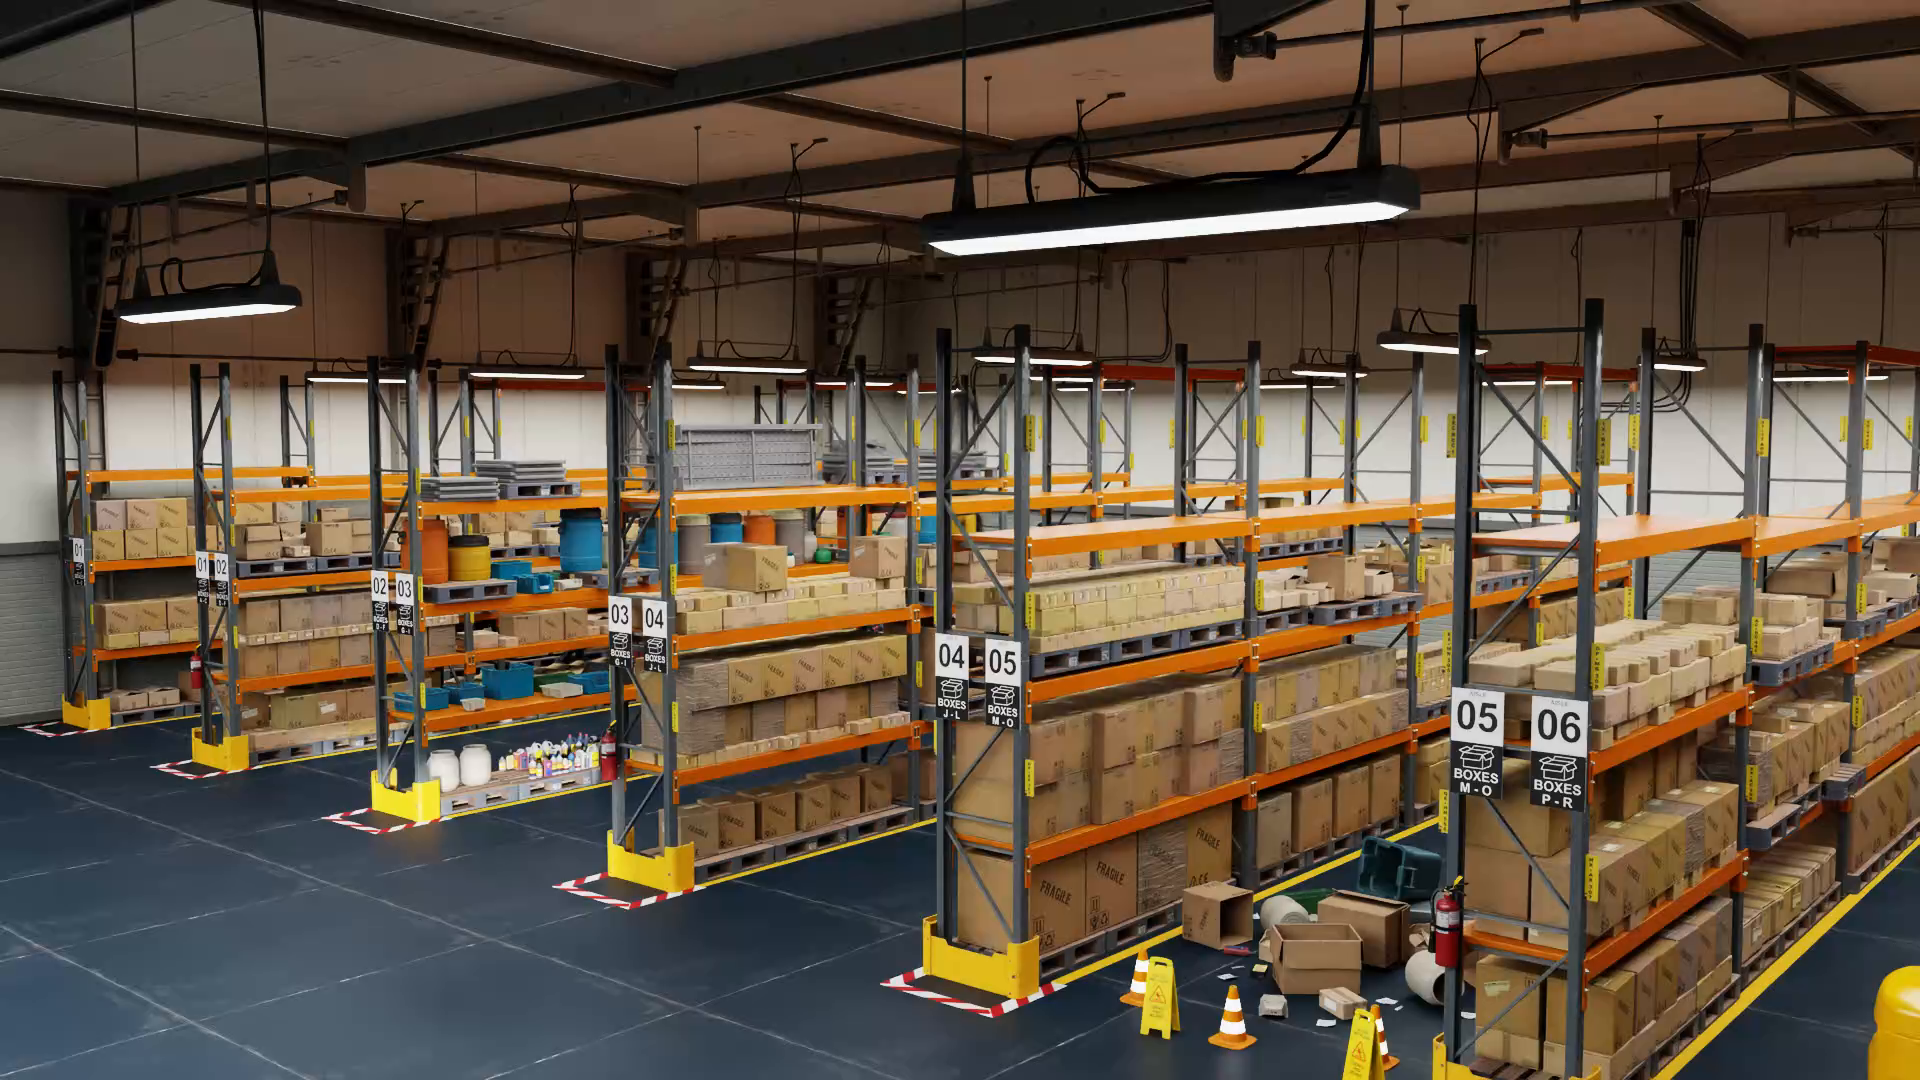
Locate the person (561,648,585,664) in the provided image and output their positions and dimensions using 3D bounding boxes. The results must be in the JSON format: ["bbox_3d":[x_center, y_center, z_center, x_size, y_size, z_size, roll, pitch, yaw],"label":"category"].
[{"bbox_3d":[-7.366,2.074,31.939,0.566,1.589,0.841,3,5,40],"label":"person"}]
